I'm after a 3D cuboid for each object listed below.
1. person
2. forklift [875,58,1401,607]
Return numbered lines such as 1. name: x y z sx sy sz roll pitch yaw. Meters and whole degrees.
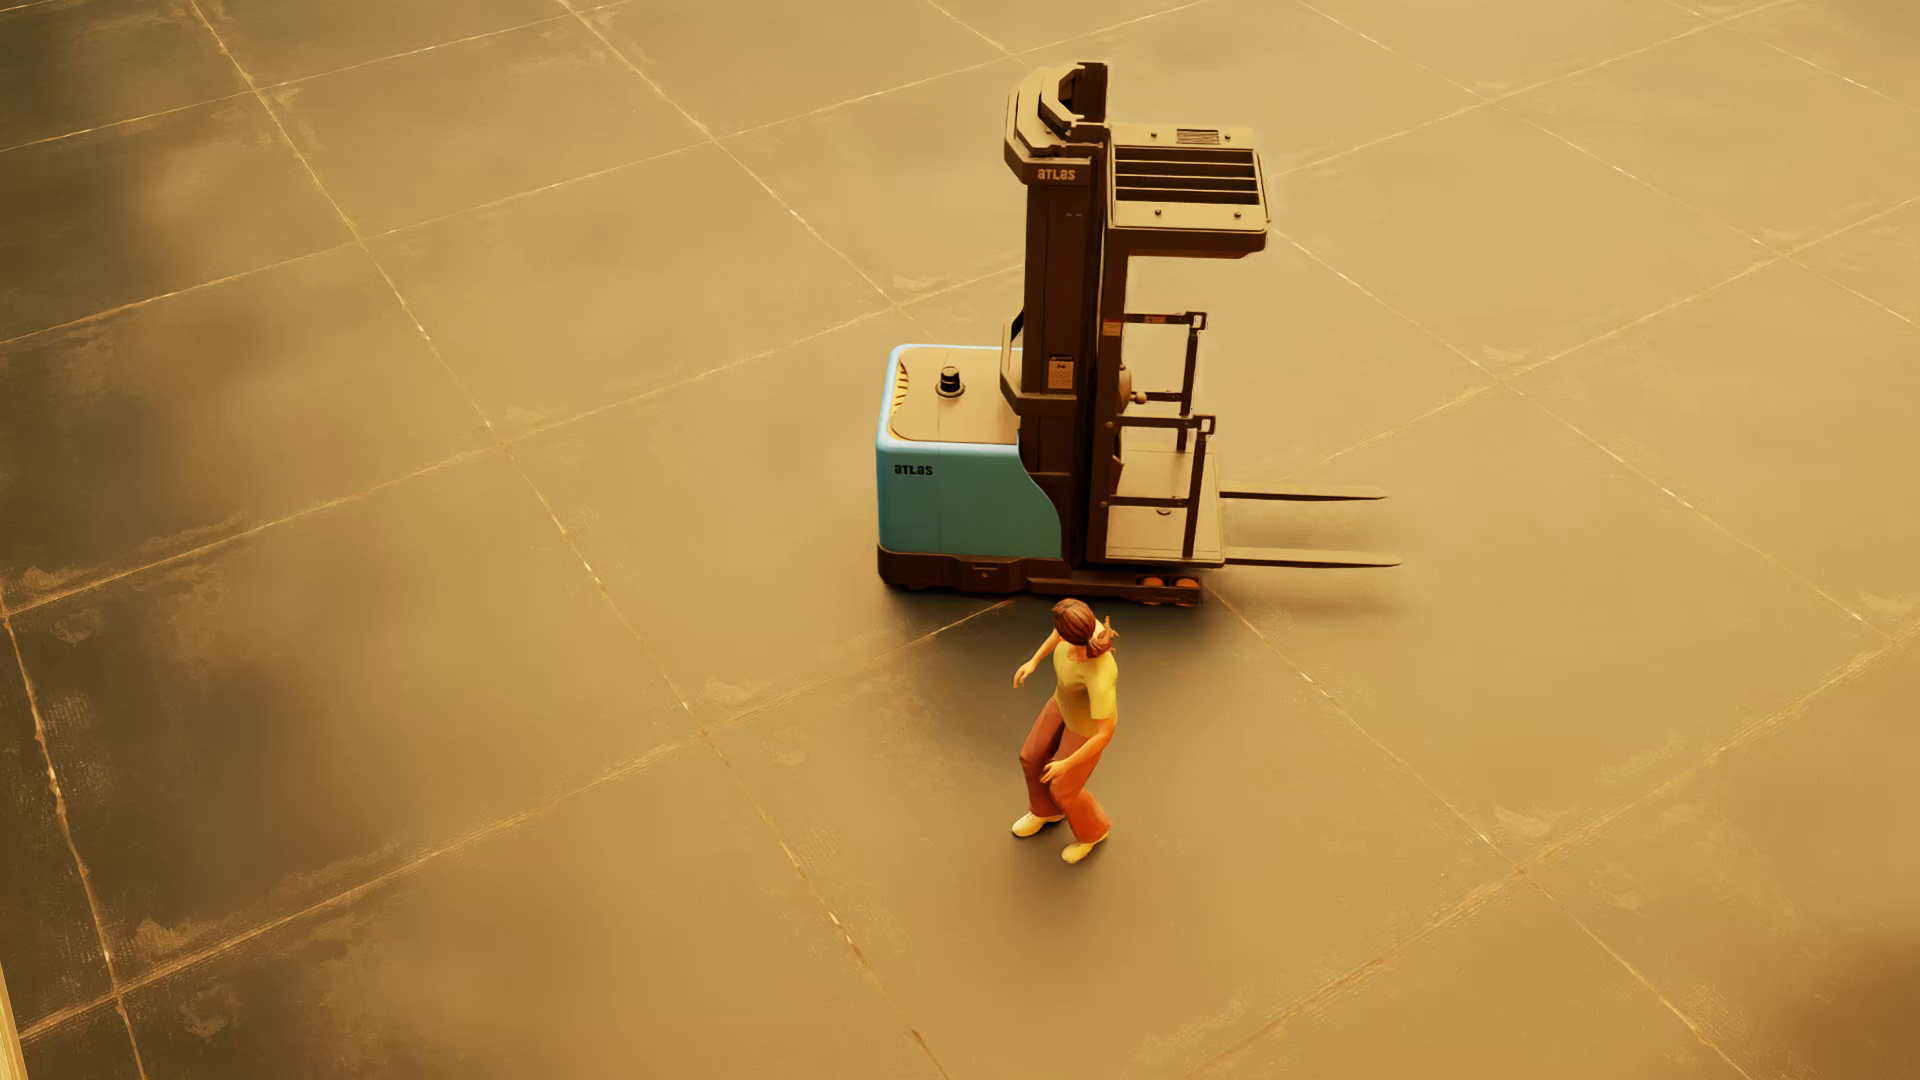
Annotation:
1. person: 0.511 0.889 7.881 0.488 1.618 0.692 -13 43 -15
2. forklift: 1.059 -1.080 9.107 3.031 2.935 1.130 2 41 3
